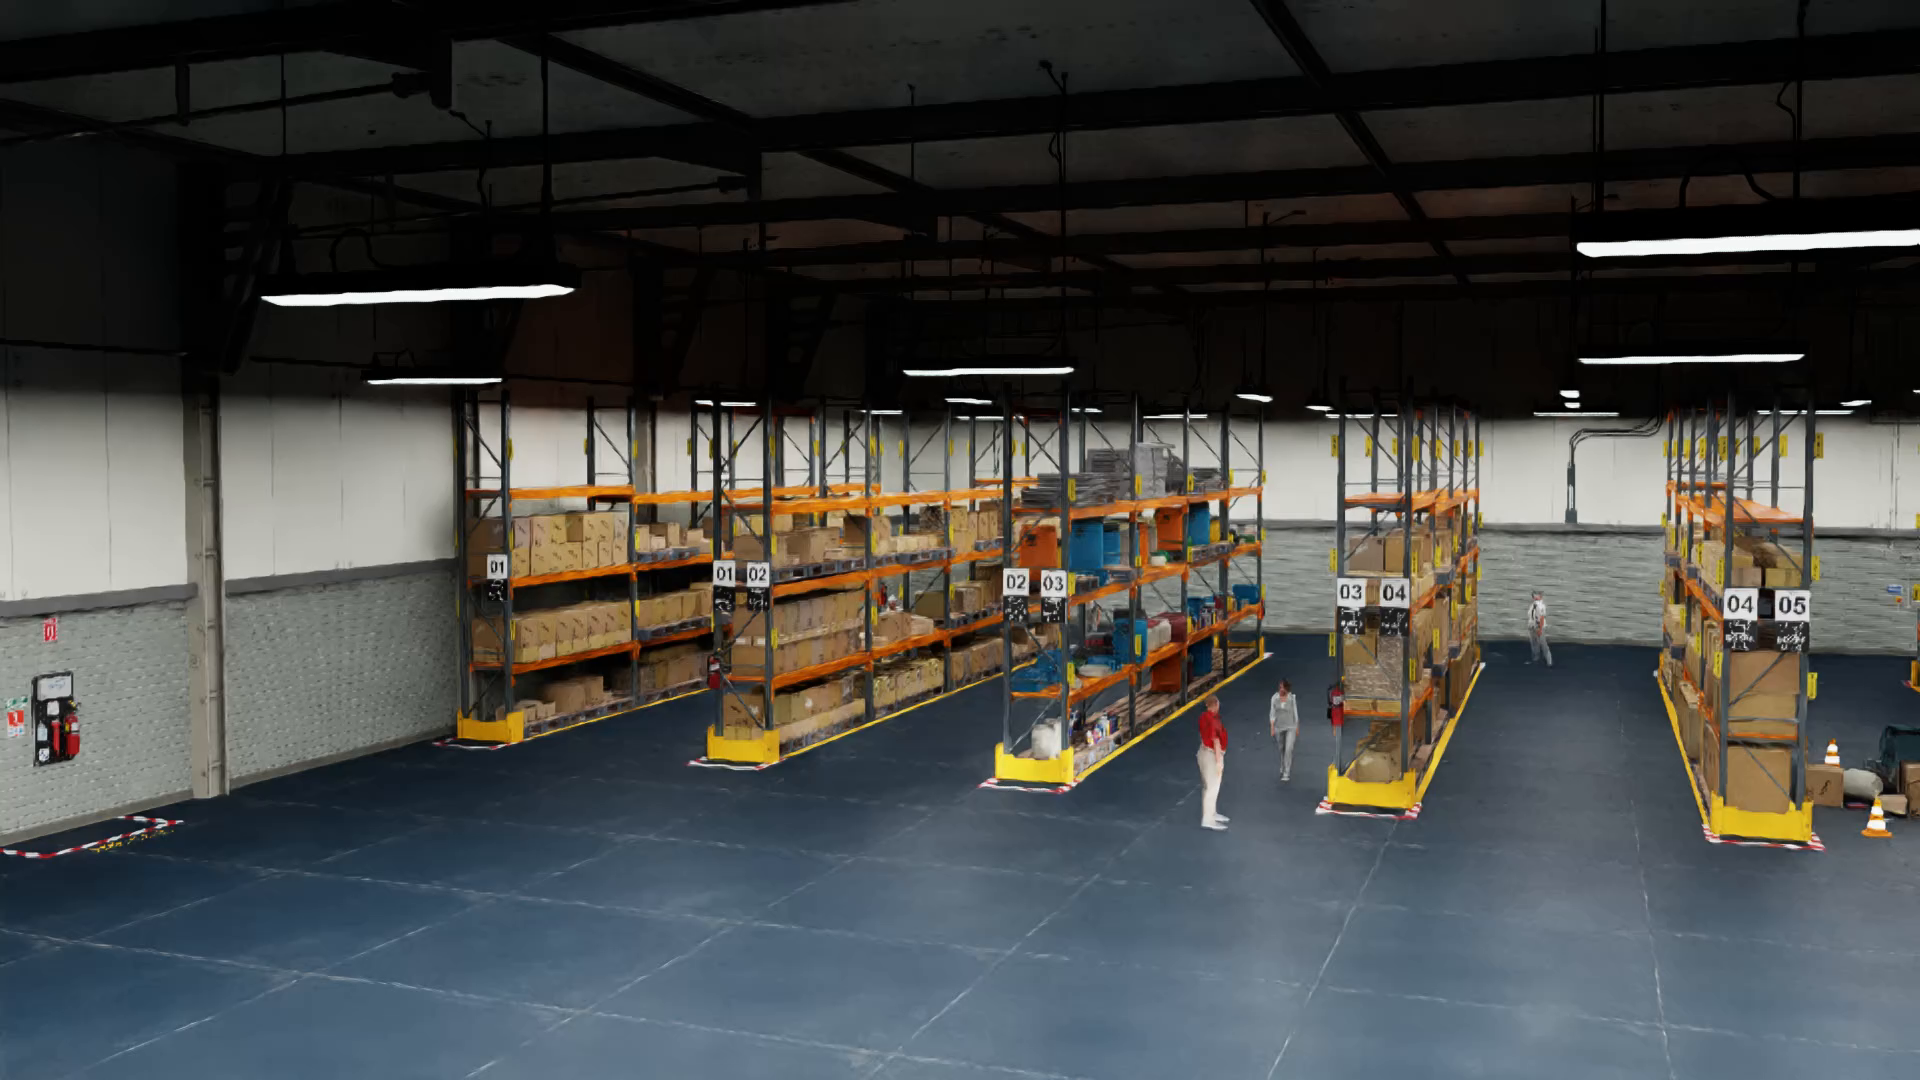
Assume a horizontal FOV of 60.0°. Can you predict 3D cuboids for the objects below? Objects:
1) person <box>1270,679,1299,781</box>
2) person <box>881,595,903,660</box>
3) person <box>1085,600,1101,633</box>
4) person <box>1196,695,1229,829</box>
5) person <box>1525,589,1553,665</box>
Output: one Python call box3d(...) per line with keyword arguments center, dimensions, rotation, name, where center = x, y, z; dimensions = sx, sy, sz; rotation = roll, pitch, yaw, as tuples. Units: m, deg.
box3d(center=(4.903, 2.841, 25.198), dimensions=(0.417, 1.517, 1.036), rotation=(1, 3, 23), name="person")
box3d(center=(-1.493, 2.082, 37.244), dimensions=(0.550, 1.709, 1.128), rotation=(1, 3, 18), name="person")
box3d(center=(3.135, 1.985, 40.242), dimensions=(0.580, 1.618, 0.507), rotation=(1, 3, 19), name="person")
box3d(center=(3.380, 2.911, 22.030), dimensions=(0.450, 1.737, 0.595), rotation=(-1, 3, -9), name="person")
box3d(center=(13.427, 2.017, 38.473), dimensions=(0.501, 1.747, 0.742), rotation=(0, 3, -6), name="person")
